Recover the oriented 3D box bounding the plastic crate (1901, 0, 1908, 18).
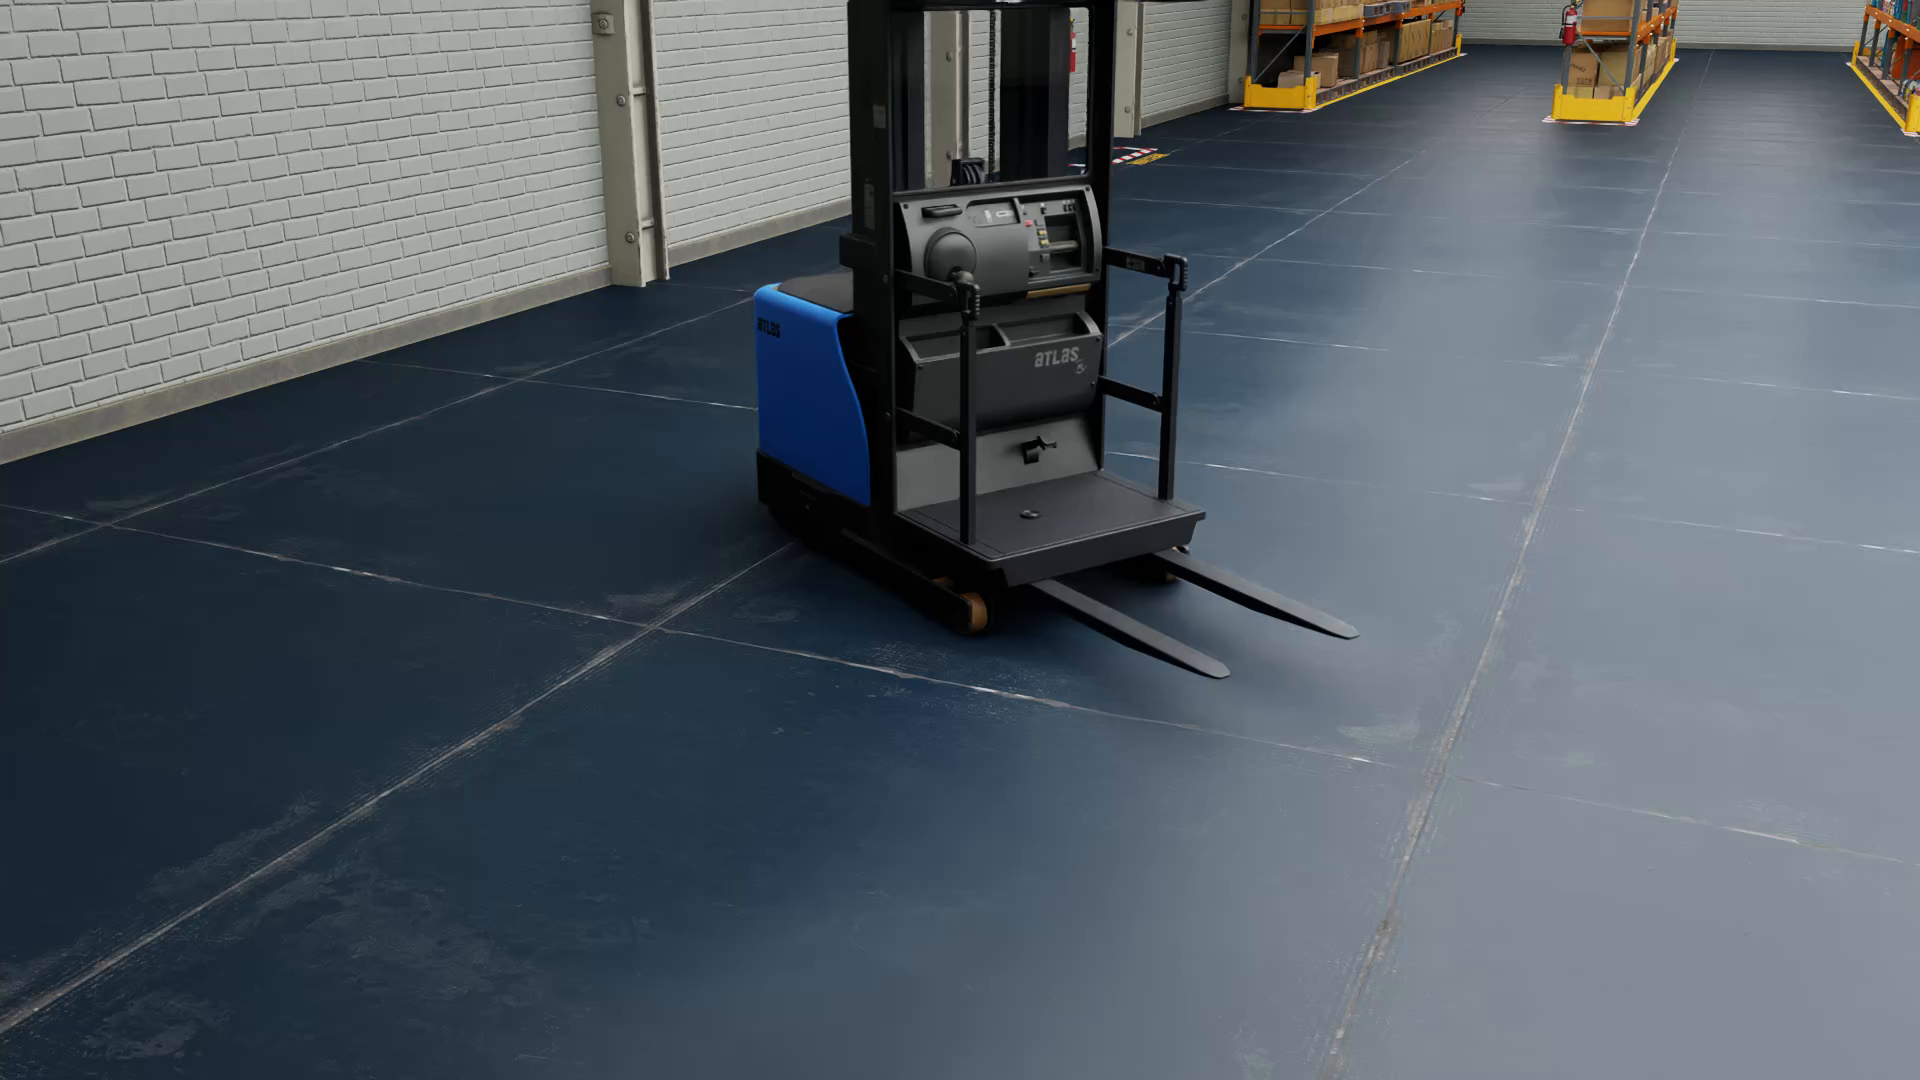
[{"bbox_3d":[16.690,-9.314,29.086,0.402,0.464,0.583,9,21,23],"label":"plastic crate"}]

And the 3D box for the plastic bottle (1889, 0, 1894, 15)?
[{"bbox_3d":[17.876,-10.212,31.882,0.061,0.283,0.133,9,21,23],"label":"plastic bottle"}]

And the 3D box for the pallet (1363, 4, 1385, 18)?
[{"bbox_3d":[7.401,-9.996,31.385,1.003,0.211,1.213,9,21,23],"label":"pallet"}]

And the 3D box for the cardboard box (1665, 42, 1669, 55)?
[{"bbox_3d":[15.975,-11.288,38.179,0.500,0.250,0.500,9,21,23],"label":"cardboard box"}]

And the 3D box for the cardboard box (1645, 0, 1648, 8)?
[{"bbox_3d":[12.925,-10.269,32.002,0.500,0.311,0.500,10,22,26],"label":"cardboard box"}]

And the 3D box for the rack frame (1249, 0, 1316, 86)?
[{"bbox_3d":[5.317,-8.650,27.314,1.000,3.000,0.127,9,21,23],"label":"rack frame"}]

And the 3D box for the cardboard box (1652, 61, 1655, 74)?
[{"bbox_3d":[13.121,-9.125,32.126,0.500,0.250,0.500,9,22,24],"label":"cardboard box"}]

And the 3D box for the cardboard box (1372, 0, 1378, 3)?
[{"bbox_3d":[7.671,-10.653,32.142,0.700,0.500,0.500,12,23,30],"label":"cardboard box"}]

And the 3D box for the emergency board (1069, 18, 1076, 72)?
[{"bbox_3d":[1.311,-6.398,20.982,0.194,1.169,0.643,9,21,23],"label":"emergency board"}]

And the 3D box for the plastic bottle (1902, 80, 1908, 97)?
[{"bbox_3d":[15.355,-7.297,26.919,0.152,0.276,0.135,9,22,25],"label":"plastic bottle"}]

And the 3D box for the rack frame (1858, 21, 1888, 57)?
[{"bbox_3d":[20.907,-12.181,37.245,1.000,3.000,0.127,9,21,23],"label":"rack frame"}]

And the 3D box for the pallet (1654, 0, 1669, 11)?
[{"bbox_3d":[13.906,-10.921,33.988,1.003,0.211,1.213,9,21,23],"label":"pallet"}]

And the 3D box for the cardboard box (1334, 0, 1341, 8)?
[{"bbox_3d":[6.215,-9.353,28.367,0.500,0.500,0.500,8,21,21],"label":"cardboard box"}]

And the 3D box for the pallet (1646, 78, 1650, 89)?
[{"bbox_3d":[12.741,-8.856,32.057,1.003,0.211,1.213,9,21,23],"label":"pallet"}]

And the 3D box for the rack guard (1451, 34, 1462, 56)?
[{"bbox_3d":[11.879,-12.370,41.506,1.175,0.500,0.348,9,21,23],"label":"rack guard"}]

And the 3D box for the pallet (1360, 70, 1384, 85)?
[{"bbox_3d":[7.771,-9.171,32.942,1.003,0.211,1.213,9,21,23],"label":"pallet"}]

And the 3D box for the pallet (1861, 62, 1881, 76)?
[{"bbox_3d":[19.535,-9.875,34.921,1.003,0.211,1.213,9,21,23],"label":"pallet"}]

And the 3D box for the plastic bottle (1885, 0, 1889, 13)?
[{"bbox_3d":[18.353,-10.528,32.780,0.152,0.276,0.135,9,21,23],"label":"plastic bottle"}]

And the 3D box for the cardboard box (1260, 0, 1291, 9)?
[{"bbox_3d":[5.316,-9.115,27.697,0.500,0.500,0.500,8,21,22],"label":"cardboard box"}]

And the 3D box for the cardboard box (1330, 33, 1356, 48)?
[{"bbox_3d":[7.418,-9.618,31.991,0.500,0.250,0.500,8,21,22],"label":"cardboard box"}]

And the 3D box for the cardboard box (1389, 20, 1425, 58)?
[{"bbox_3d":[9.722,-11.014,36.545,0.750,0.750,0.750,9,22,24],"label":"cardboard box"}]

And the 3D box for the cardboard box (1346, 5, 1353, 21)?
[{"bbox_3d":[6.634,-9.318,29.386,0.500,0.250,0.500,8,21,22],"label":"cardboard box"}]

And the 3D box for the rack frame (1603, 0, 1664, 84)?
[{"bbox_3d":[13.114,-10.417,32.282,1.000,3.000,0.127,9,21,23],"label":"rack frame"}]

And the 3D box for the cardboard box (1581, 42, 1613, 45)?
[{"bbox_3d":[11.000,-8.351,28.831,0.500,0.500,0.500,9,21,23],"label":"cardboard box"}]

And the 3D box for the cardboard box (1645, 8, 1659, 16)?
[{"bbox_3d":[12.998,-9.985,31.445,0.380,0.149,0.250,9,21,23],"label":"cardboard box"}]

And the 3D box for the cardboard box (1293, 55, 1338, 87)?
[{"bbox_3d":[6.262,-8.270,29.320,0.700,0.500,0.500,7,21,19],"label":"cardboard box"}]

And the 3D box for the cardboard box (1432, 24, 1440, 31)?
[{"bbox_3d":[10.937,-11.938,38.696,0.380,0.149,0.250,9,22,25],"label":"cardboard box"}]

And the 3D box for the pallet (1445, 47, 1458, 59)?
[{"bbox_3d":[11.613,-11.972,40.817,1.003,0.211,1.213,9,21,23],"label":"pallet"}]

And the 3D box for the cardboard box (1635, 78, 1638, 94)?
[{"bbox_3d":[11.080,-7.618,27.890,0.500,0.250,0.500,9,21,23],"label":"cardboard box"}]

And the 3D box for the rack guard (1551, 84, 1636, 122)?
[{"bbox_3d":[9.828,-6.786,25.804,1.175,0.500,0.348,9,21,23],"label":"rack guard"}]

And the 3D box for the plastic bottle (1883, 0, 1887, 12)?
[{"bbox_3d":[18.582,-10.699,33.262,0.152,0.276,0.135,9,21,23],"label":"plastic bottle"}]

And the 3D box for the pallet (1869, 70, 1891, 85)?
[{"bbox_3d":[18.417,-9.040,32.574,1.003,0.211,1.213,9,21,23],"label":"pallet"}]

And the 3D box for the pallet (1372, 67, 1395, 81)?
[{"bbox_3d":[8.272,-9.543,33.987,1.003,0.211,1.213,9,21,23],"label":"pallet"}]

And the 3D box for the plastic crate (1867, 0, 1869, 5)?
[{"bbox_3d":[20.299,-11.968,36.950,0.250,0.136,0.298,9,21,23],"label":"plastic crate"}]

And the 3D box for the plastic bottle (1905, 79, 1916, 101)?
[{"bbox_3d":[15.033,-7.095,26.239,0.144,0.351,0.185,8,21,22],"label":"plastic bottle"}]

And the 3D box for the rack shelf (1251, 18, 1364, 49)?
[{"bbox_3d":[6.136,-8.922,29.154,1.077,0.370,4.000,9,21,23],"label":"rack shelf"}]

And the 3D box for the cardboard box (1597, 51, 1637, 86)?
[{"bbox_3d":[10.463,-7.513,26.476,0.500,0.500,0.500,9,21,23],"label":"cardboard box"}]

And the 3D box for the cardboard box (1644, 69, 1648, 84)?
[{"bbox_3d":[12.078,-8.342,29.924,0.500,0.250,0.500,9,22,24],"label":"cardboard box"}]

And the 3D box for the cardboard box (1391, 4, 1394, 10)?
[{"bbox_3d":[8.939,-11.055,34.423,0.380,0.149,0.250,8,21,22],"label":"cardboard box"}]

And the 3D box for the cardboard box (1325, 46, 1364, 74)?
[{"bbox_3d":[7.407,-9.294,32.200,0.700,0.500,0.500,8,21,22],"label":"cardboard box"}]

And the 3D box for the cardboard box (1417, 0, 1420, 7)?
[{"bbox_3d":[9.791,-11.684,36.193,0.380,0.149,0.250,8,21,21],"label":"cardboard box"}]

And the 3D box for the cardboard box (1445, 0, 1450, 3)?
[{"bbox_3d":[11.061,-13.069,39.293,0.980,0.700,0.700,7,21,20],"label":"cardboard box"}]

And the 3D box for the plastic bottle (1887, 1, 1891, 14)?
[{"bbox_3d":[18.109,-10.384,32.265,0.144,0.351,0.185,9,21,23],"label":"plastic bottle"}]

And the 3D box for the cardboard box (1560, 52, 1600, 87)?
[{"bbox_3d":[9.786,-7.431,26.246,0.500,0.500,0.500,9,21,23],"label":"cardboard box"}]

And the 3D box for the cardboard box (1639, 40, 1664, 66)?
[{"bbox_3d":[14.189,-10.020,34.241,0.500,0.500,0.500,8,21,21],"label":"cardboard box"}]

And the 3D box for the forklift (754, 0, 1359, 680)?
[{"bbox_3d":[0.292,-1.196,6.458,1.130,2.935,3.031,-13,23,-32],"label":"forklift"}]

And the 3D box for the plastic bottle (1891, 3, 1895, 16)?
[{"bbox_3d":[17.646,-10.020,31.360,0.097,0.271,0.097,0,20,0],"label":"plastic bottle"}]

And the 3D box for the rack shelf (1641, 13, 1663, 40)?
[{"bbox_3d":[12.295,-9.466,30.684,1.077,0.370,4.000,9,21,23],"label":"rack shelf"}]

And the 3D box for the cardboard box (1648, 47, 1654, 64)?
[{"bbox_3d":[12.708,-9.076,31.151,0.500,0.311,0.500,8,21,22],"label":"cardboard box"}]

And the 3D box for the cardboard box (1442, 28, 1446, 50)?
[{"bbox_3d":[11.263,-12.026,39.912,0.700,0.500,0.500,8,21,21],"label":"cardboard box"}]

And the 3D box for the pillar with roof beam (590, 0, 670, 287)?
[{"bbox_3d":[1.371,-5.716,10.111,9.100,9.000,0.400,9,21,23],"label":"pillar with roof beam"}]

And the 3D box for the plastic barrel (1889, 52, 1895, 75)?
[{"bbox_3d":[17.966,-9.098,31.662,0.421,0.512,0.421,0,20,0],"label":"plastic barrel"}]

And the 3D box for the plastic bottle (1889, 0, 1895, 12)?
[{"bbox_3d":[17.979,-10.287,31.992,0.144,0.351,0.185,9,21,23],"label":"plastic bottle"}]

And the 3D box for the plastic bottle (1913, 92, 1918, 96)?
[{"bbox_3d":[14.707,-6.801,25.634,0.097,0.201,0.097,0,20,0],"label":"plastic bottle"}]
